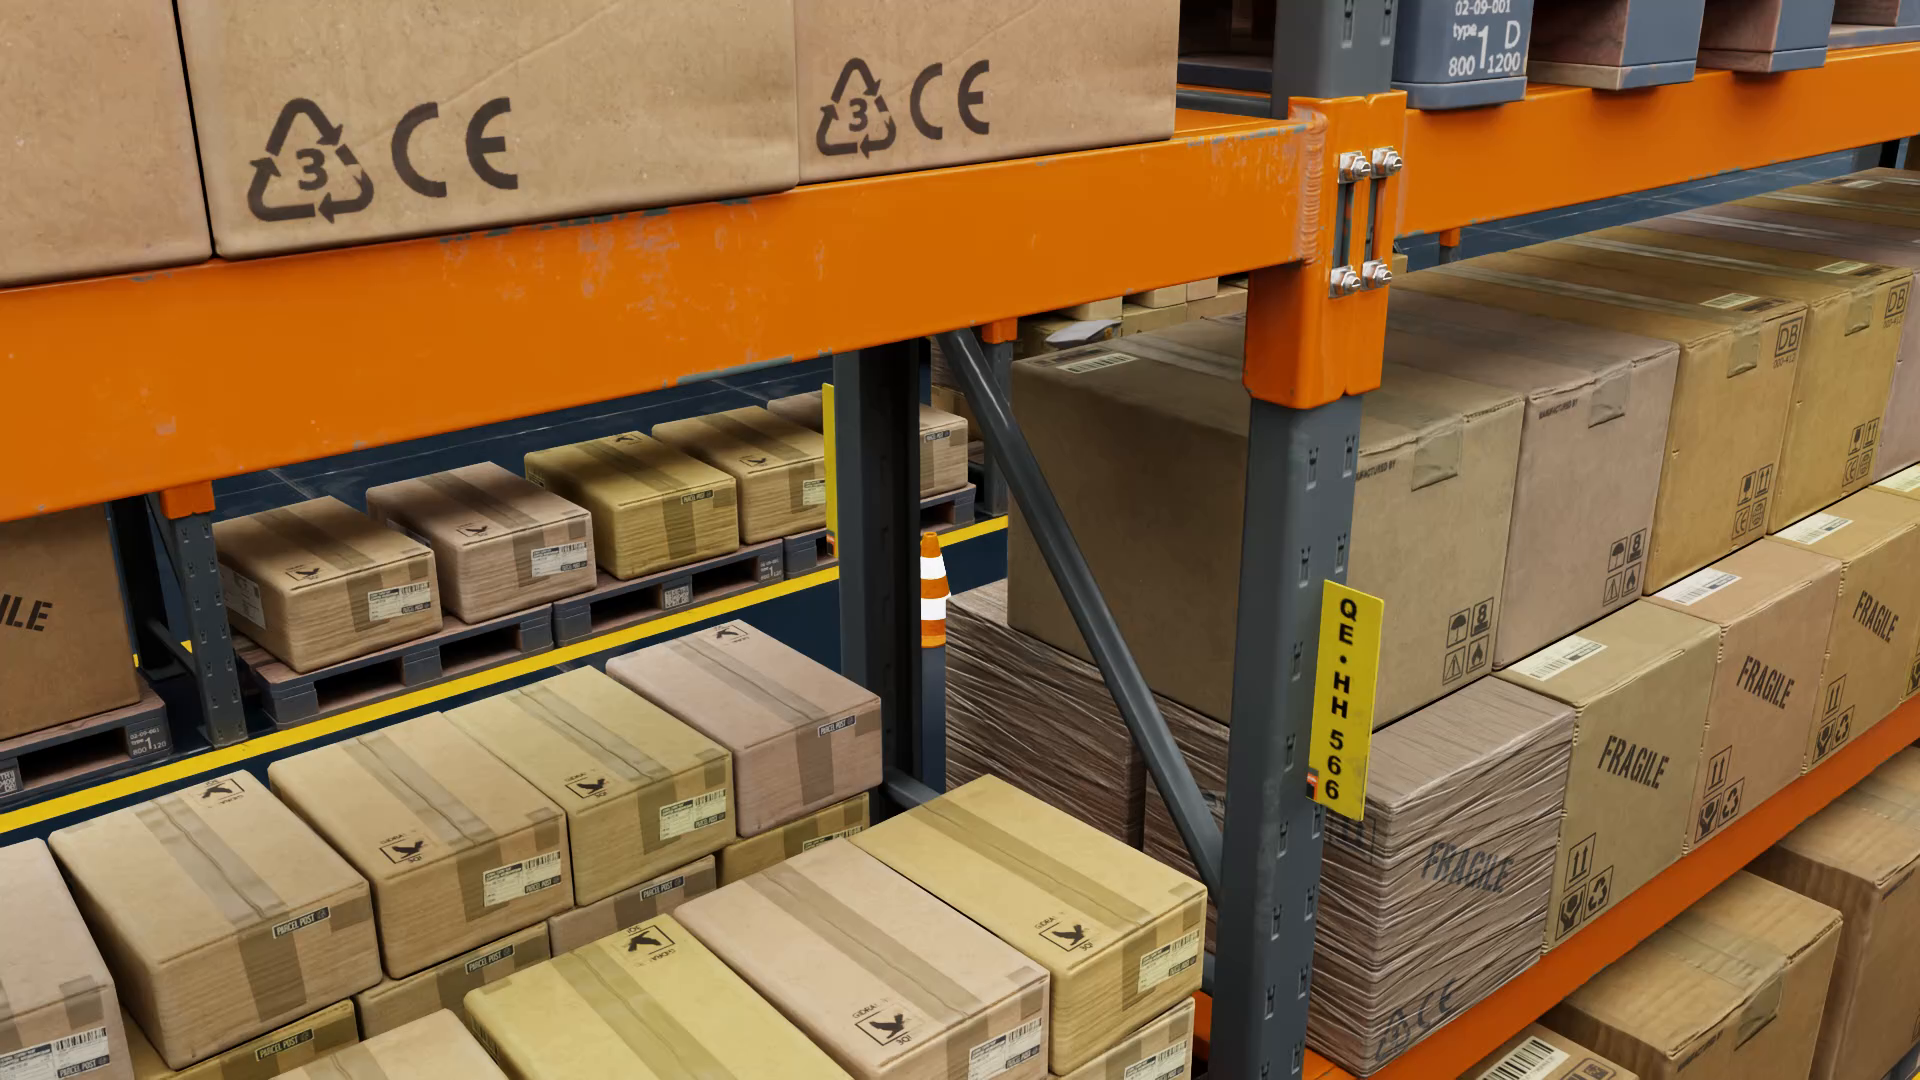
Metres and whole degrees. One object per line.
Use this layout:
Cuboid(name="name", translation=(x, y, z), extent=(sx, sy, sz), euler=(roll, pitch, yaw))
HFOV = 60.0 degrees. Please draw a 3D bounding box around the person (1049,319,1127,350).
Cuboid(name="person", translation=(0.497, 0.109, 5.799), extent=(0.489, 1.783, 0.552), euler=(18, 27, 39))
